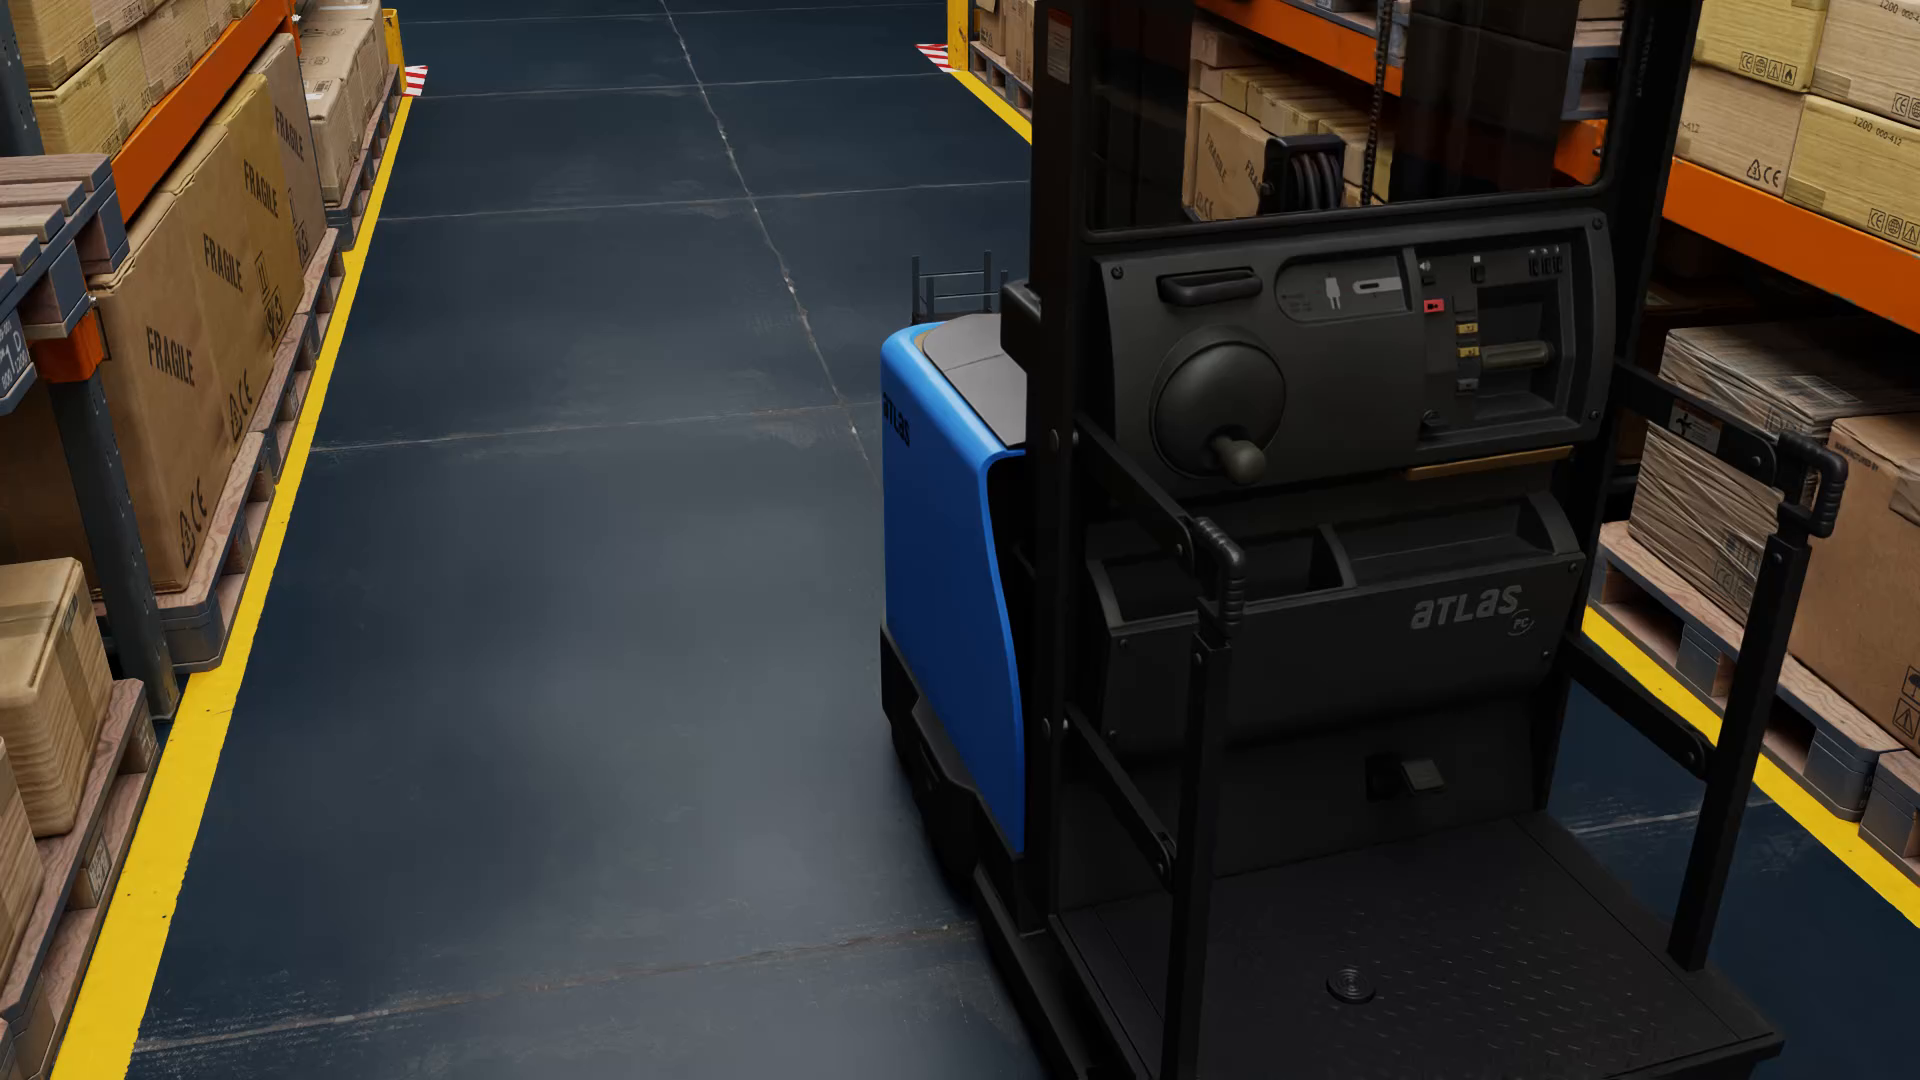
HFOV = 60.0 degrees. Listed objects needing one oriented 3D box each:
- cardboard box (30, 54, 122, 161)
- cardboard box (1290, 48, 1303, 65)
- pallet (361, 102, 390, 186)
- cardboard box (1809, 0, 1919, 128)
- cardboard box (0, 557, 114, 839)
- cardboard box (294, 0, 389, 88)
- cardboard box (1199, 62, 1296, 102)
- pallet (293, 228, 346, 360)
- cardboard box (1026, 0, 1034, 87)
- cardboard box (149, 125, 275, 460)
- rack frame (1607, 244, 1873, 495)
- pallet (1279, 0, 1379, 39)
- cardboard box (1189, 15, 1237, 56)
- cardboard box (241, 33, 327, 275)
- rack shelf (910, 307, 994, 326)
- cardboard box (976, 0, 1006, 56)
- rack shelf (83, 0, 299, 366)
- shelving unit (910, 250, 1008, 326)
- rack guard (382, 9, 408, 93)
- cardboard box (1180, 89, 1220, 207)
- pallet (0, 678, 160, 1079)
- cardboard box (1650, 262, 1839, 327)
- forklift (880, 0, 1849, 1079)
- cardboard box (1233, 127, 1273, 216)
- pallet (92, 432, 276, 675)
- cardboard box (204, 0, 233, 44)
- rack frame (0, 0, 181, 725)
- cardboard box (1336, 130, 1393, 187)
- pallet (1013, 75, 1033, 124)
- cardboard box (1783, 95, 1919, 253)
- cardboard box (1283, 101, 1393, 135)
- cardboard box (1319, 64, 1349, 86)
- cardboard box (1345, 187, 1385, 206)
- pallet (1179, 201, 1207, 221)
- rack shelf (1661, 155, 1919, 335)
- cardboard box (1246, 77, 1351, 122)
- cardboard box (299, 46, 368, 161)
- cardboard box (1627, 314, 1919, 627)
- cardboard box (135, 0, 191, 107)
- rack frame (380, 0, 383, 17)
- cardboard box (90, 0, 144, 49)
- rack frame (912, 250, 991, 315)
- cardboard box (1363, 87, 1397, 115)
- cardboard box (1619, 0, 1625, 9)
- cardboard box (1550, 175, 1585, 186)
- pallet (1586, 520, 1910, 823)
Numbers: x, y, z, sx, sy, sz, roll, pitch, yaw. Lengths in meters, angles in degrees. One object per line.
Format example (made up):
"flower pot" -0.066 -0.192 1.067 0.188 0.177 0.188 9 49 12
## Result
"cardboard box" -2.409 -1.015 4.099 0.500 0.250 0.500 -6 27 -12
"cardboard box" 1.754 -2.333 8.131 0.380 0.149 0.250 -7 28 -14
"pallet" -3.819 -2.232 9.437 1.003 0.211 1.213 -6 27 -12
"cardboard box" 2.265 -1.064 3.641 0.500 0.250 0.500 -5 27 -10
"cardboard box" -2.426 0.393 3.593 0.950 0.372 0.625 -8 28 -15
"cardboard box" -4.100 -3.118 10.476 0.875 0.438 0.875 -7 28 -13
"cardboard box" 1.350 -2.167 7.802 0.380 0.149 0.250 -7 28 -13
"pallet" -3.198 -1.022 7.041 1.003 0.211 1.213 -6 27 -12
"cardboard box" 0.711 -3.032 10.236 0.500 0.500 0.500 -5 27 -11
"cardboard box" -2.815 -0.785 5.367 0.875 0.875 0.875 -6 27 -11
"rack frame" 2.292 -1.348 4.591 1.000 3.000 0.127 -6 27 -12
"pallet" 1.849 -2.115 6.325 1.003 0.211 1.213 -6 27 -12
"cardboard box" 1.271 -2.419 7.972 0.380 0.149 0.250 -6 27 -12
"cardboard box" -3.227 -1.573 6.929 0.875 0.875 0.875 -5 27 -10
"rack shelf" -0.002 -0.617 4.948 0.258 0.077 0.200 -6 27 -12
"cardboard box" 0.534 -3.655 11.466 0.797 0.503 0.637 -7 28 -14
"rack shelf" -2.994 -1.399 5.491 1.077 0.370 4.000 -6 27 -12
"shelving unit" -0.002 -0.405 5.054 0.258 0.900 0.210 -6 27 -12
"rack guard" -4.352 -3.249 11.131 1.175 0.500 0.348 -6 27 -12
"cardboard box" 1.280 -1.940 8.073 0.500 0.500 0.500 -5 27 -9
"pallet" -2.369 0.746 3.538 1.003 0.211 1.213 -6 27 -12
"cardboard box" 2.470 -0.633 5.483 0.500 0.500 0.500 -5 27 -10
"forklift" 0.738 -0.281 2.554 1.130 2.935 3.031 -8 28 -16
"cardboard box" 1.518 -1.488 7.177 0.500 0.500 0.500 -7 28 -13
"pallet" -2.648 0.049 4.918 1.003 0.211 1.213 -6 27 -12
"cardboard box" -2.889 -1.913 5.877 0.500 0.250 0.500 -7 28 -13
"rack frame" -2.544 -0.842 3.589 1.000 3.000 0.127 -6 27 -12
"cardboard box" 1.662 -1.485 6.451 0.380 0.149 0.250 -7 28 -14
"pallet" 0.958 -2.697 10.359 1.003 0.211 1.213 -6 27 -12
"cardboard box" 2.262 -0.840 3.751 0.500 0.250 0.500 -7 28 -13
"cardboard box" 1.567 -1.713 6.904 0.380 0.149 0.250 -5 27 -10
"cardboard box" 1.882 -2.112 7.693 0.380 0.149 0.250 -6 27 -11
"cardboard box" 1.764 -1.033 6.276 0.500 0.500 0.500 -5 27 -9
"pallet" 1.610 -1.506 7.999 1.003 0.211 1.213 -6 27 -12
"rack shelf" 2.742 -0.149 3.014 1.077 0.370 4.000 -6 27 -12
"cardboard box" 1.493 -1.936 7.345 0.380 0.149 0.250 -6 27 -12
"cardboard box" -3.684 -2.321 8.897 0.875 0.438 0.875 -7 28 -13
"cardboard box" 2.419 -0.200 4.486 0.875 0.625 0.625 -5 27 -10
"cardboard box" -2.654 -1.470 5.000 0.500 0.250 0.500 -5 27 -10
"rack frame" -4.346 -4.354 10.547 1.000 3.000 0.127 -6 27 -12
"cardboard box" -2.533 -1.473 4.451 0.500 0.250 0.500 -5 27 -10
"rack frame" -0.025 -0.450 5.143 0.240 0.900 0.006 -6 27 -12
"cardboard box" 1.975 -1.876 7.225 0.380 0.149 0.250 -5 27 -10
"cardboard box" 2.328 -1.822 4.953 0.500 0.500 0.500 -5 27 -9
"cardboard box" 2.310 -1.190 5.867 0.380 0.149 0.250 -6 27 -11
"pallet" 2.439 0.263 4.496 1.003 0.211 1.213 -6 27 -12
